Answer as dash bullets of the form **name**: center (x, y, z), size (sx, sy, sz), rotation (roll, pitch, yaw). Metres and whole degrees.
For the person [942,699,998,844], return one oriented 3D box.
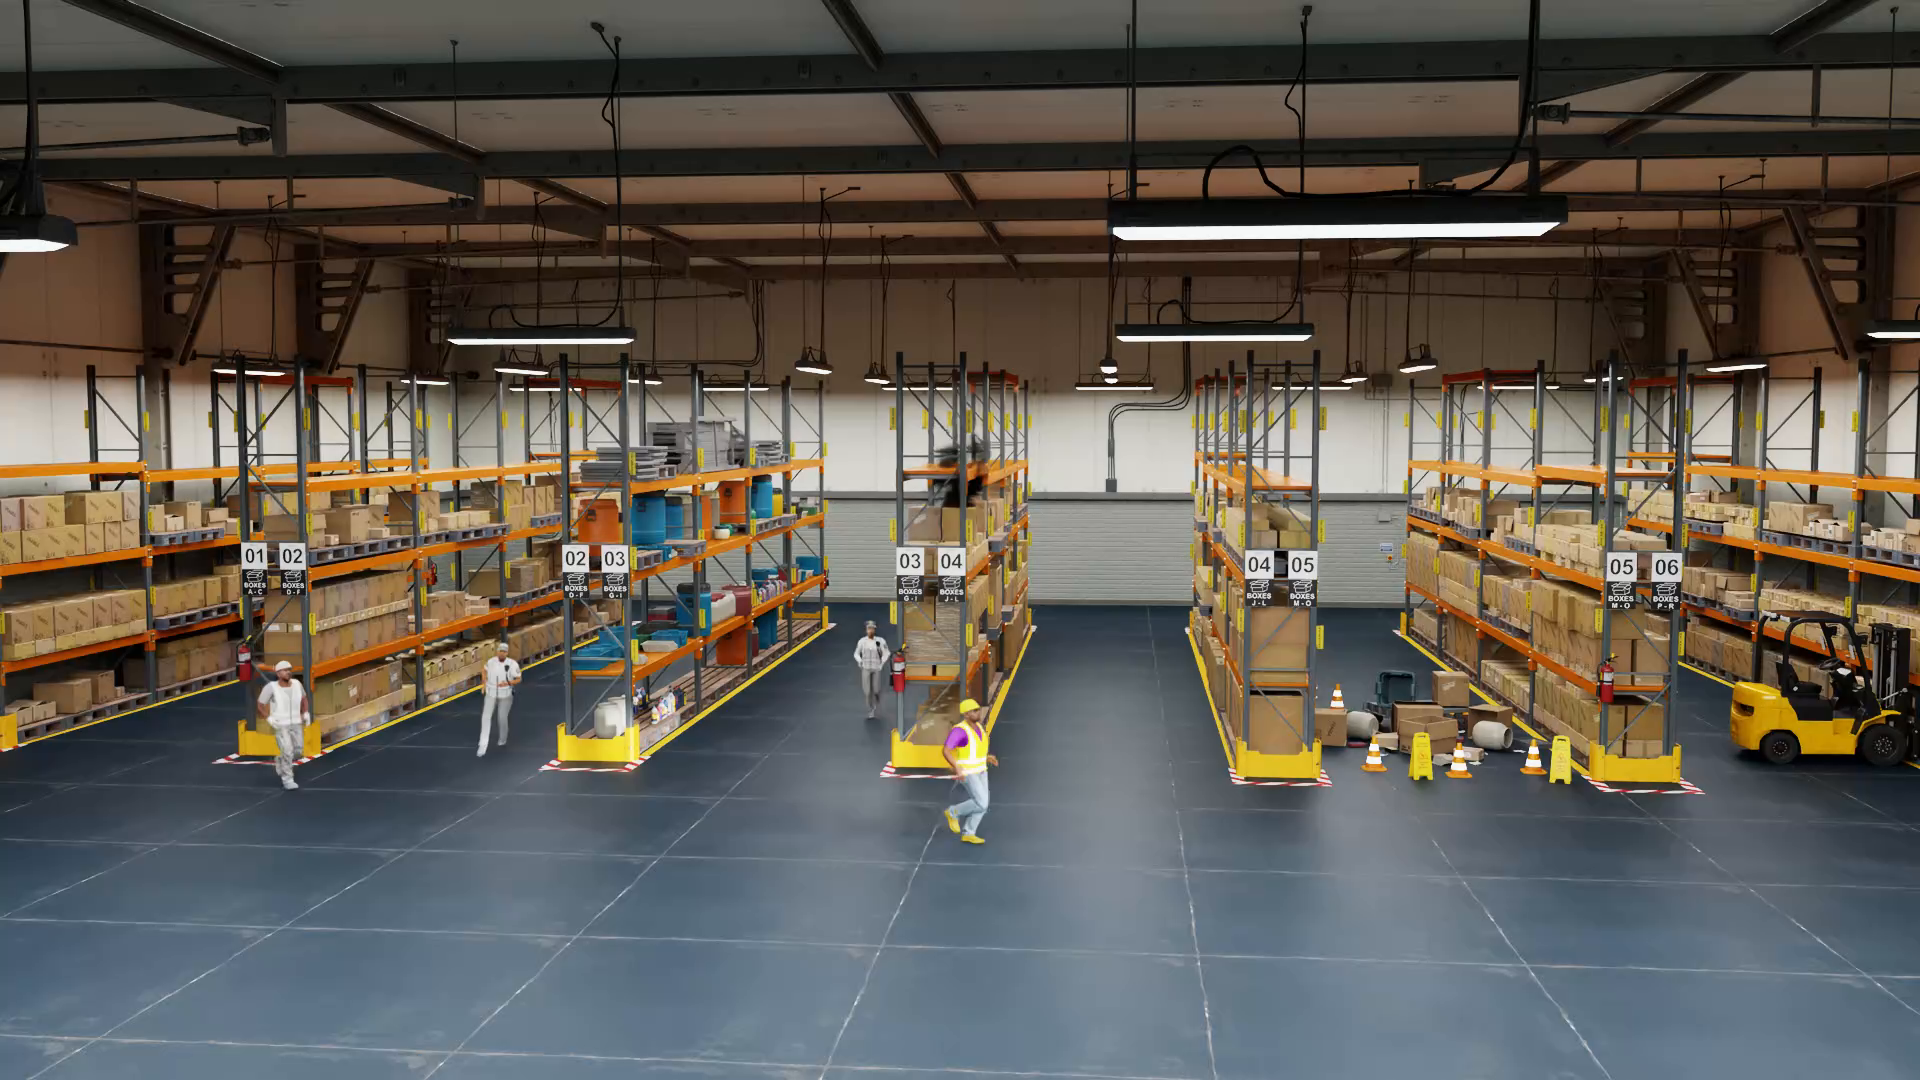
- **person**: center (0.138, 2.744, 19.733), size (0.583, 1.717, 0.703), rotation (3, 5, 32)

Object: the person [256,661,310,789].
- **person**: center (-9.270, 2.512, 22.778), size (0.701, 1.740, 0.720), rotation (3, 5, 38)

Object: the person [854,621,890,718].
- **person**: center (-1.497, 2.179, 28.112), size (0.611, 1.649, 0.569), rotation (0, 4, 2)

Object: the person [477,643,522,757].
- **person**: center (-6.974, 2.389, 25.290), size (0.630, 1.674, 0.859), rotation (0, 4, -4)
